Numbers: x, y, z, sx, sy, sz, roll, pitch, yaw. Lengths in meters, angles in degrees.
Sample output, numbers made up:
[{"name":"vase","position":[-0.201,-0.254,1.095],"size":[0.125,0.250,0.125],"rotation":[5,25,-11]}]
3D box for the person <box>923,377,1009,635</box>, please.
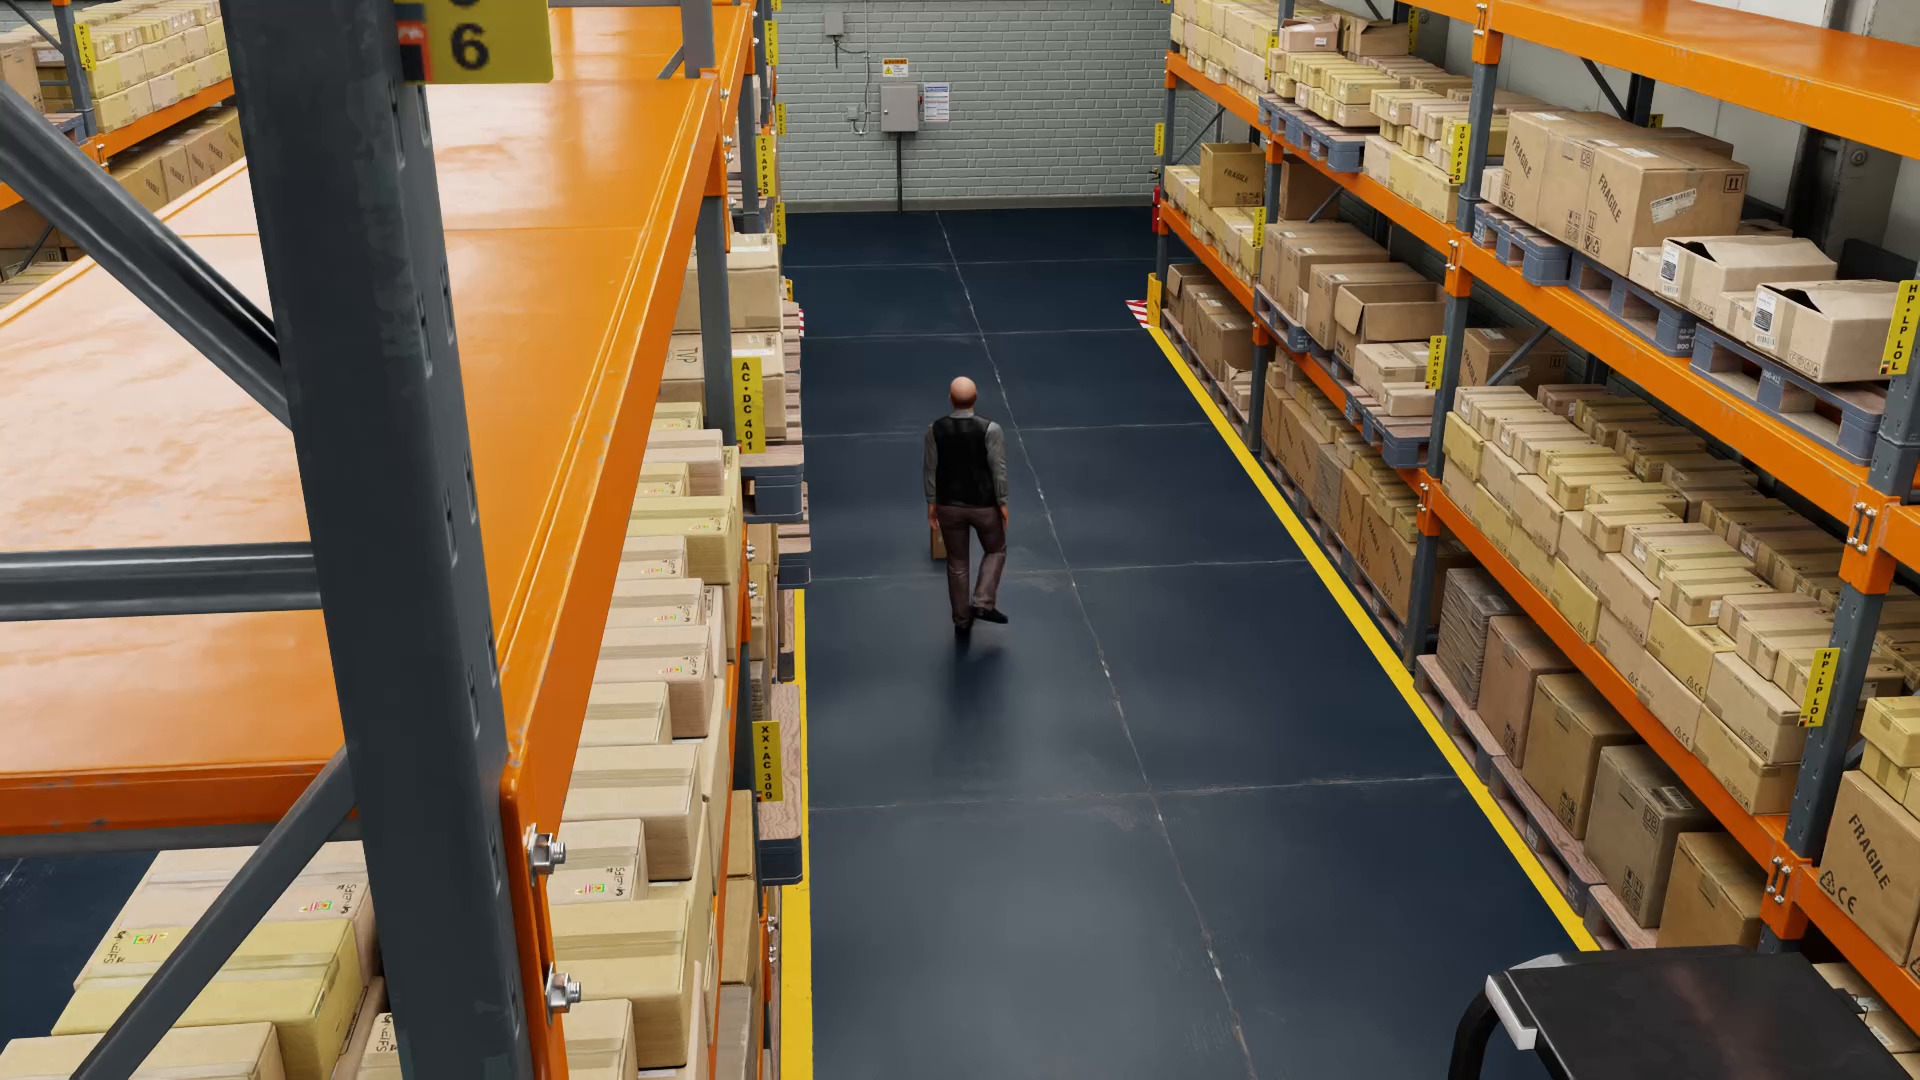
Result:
[{"name":"person","position":[0.039,-0.193,10.785],"size":[0.581,1.721,0.504],"rotation":[4,24,8]}]
